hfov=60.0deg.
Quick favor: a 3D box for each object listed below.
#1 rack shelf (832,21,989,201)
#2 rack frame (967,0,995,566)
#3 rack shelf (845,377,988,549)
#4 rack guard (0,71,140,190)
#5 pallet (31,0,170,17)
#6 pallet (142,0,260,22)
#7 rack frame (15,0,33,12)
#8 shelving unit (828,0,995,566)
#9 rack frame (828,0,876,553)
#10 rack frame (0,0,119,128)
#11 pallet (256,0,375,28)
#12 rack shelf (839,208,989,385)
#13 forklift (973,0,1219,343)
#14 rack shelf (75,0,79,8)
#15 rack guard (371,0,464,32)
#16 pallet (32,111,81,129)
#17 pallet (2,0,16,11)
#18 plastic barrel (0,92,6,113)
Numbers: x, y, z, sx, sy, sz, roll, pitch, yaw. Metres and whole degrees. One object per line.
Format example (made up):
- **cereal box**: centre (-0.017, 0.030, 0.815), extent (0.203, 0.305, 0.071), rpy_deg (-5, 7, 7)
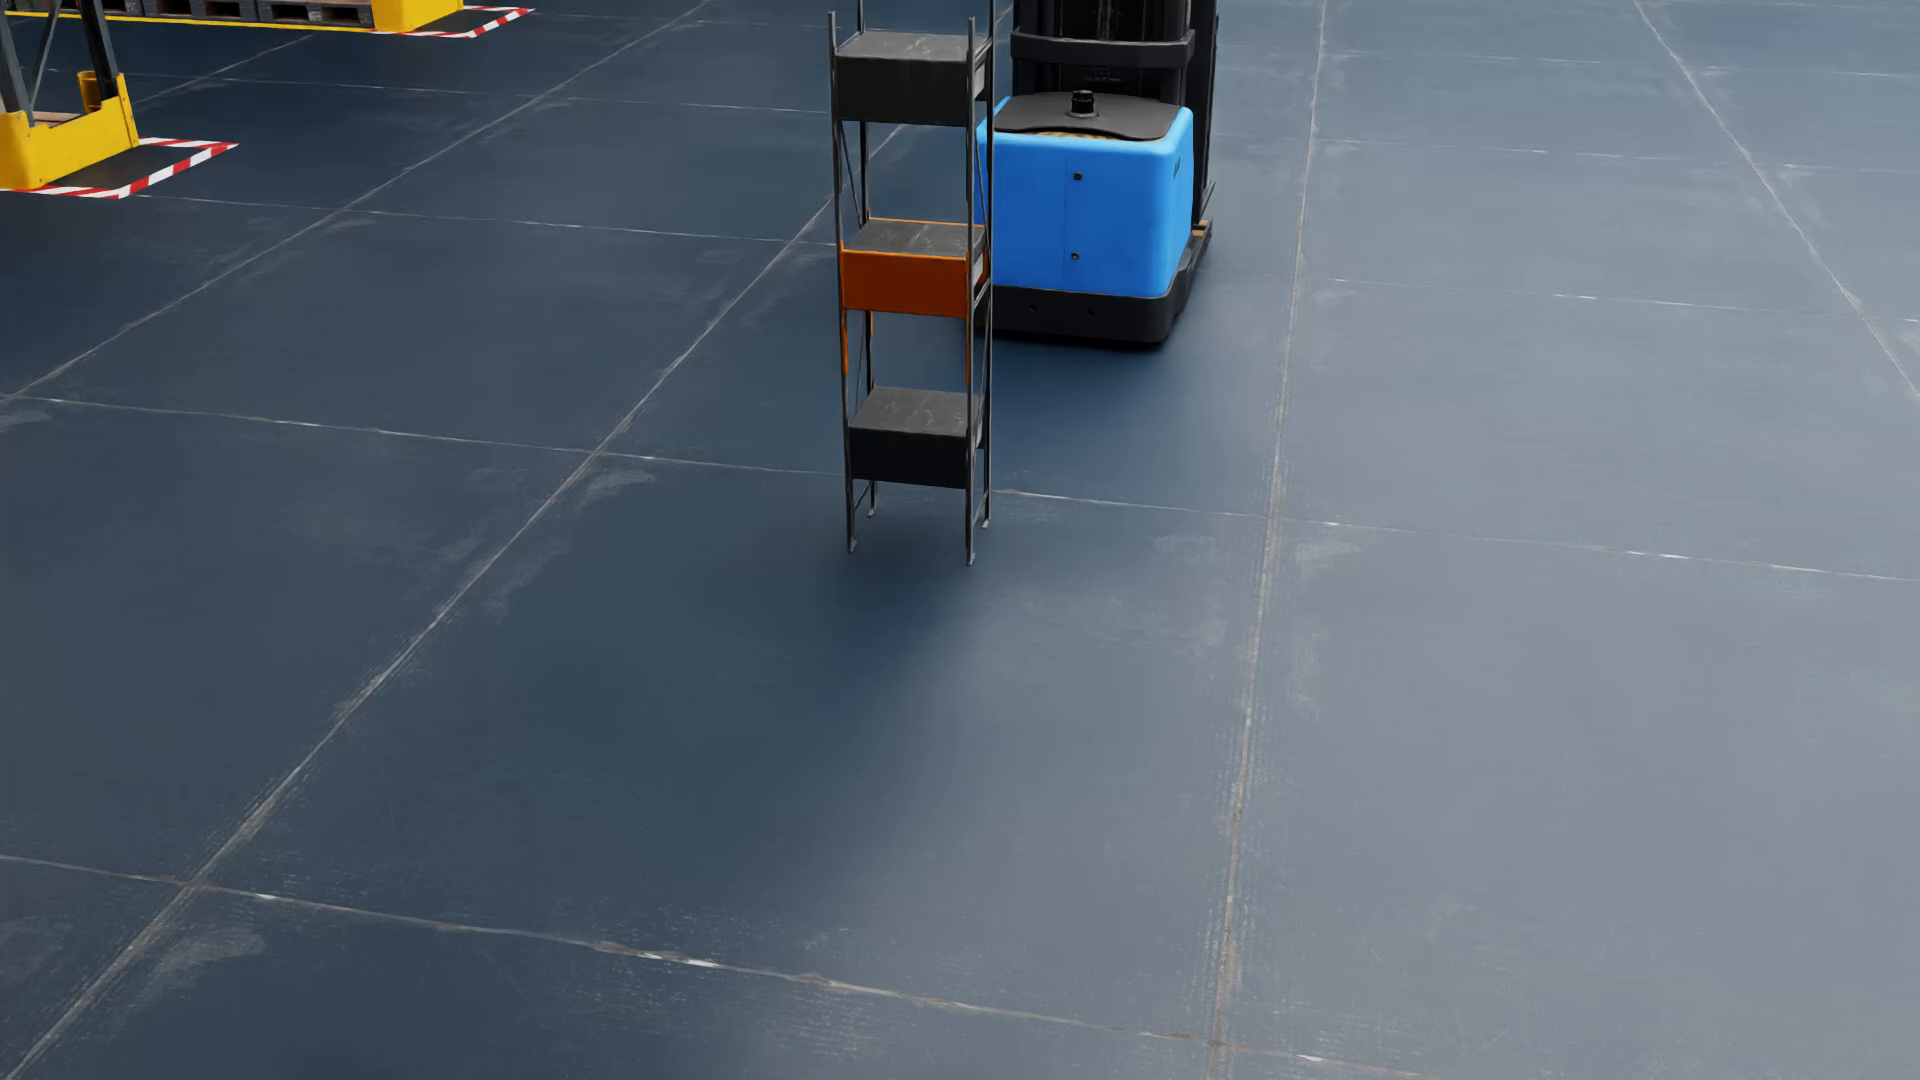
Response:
- **rack shelf**: centre (-0.162, -1.540, 5.947), extent (0.480, 0.518, 0.431), rpy_deg (6, 29, 11)
- **rack frame**: centre (0.077, -0.913, 6.231), extent (0.015, 2.100, 0.400), rpy_deg (6, 29, 11)
- **rack shelf**: centre (-0.162, -0.312, 6.619), extent (0.480, 0.518, 0.431), rpy_deg (6, 29, 11)
- **rack guard**: centre (-6.161, -2.815, 11.371), extent (0.348, 0.500, 1.175), rpy_deg (6, 29, 11)
- **pallet**: centre (-8.290, -5.379, 16.356), extent (1.213, 0.211, 1.003), rpy_deg (6, 29, 11)
- **pallet**: centre (-7.094, -5.258, 16.134), extent (1.213, 0.211, 1.003), rpy_deg (6, 29, 11)
- **rack frame**: centre (-8.955, -6.653, 15.779), extent (0.127, 3.000, 1.000), rpy_deg (6, 29, 11)
- **shelving unit**: centre (-0.162, -0.938, 6.276), extent (0.503, 2.100, 0.431), rpy_deg (6, 29, 11)
- **rack frame**: centre (-0.401, -0.962, 6.321), extent (0.015, 2.100, 0.400), rpy_deg (6, 29, 11)
- **rack frame**: centre (-6.077, -3.926, 10.798), extent (0.127, 3.000, 1.000), rpy_deg (6, 29, 11)
- **pallet**: centre (-5.904, -5.135, 15.909), extent (1.213, 0.211, 1.003), rpy_deg (6, 29, 11)
- **rack shelf**: centre (-0.162, -0.926, 6.283), extent (0.480, 0.518, 0.431), rpy_deg (6, 29, 11)
- **forklift**: centre (0.888, -2.976, 9.134), extent (1.130, 2.935, 3.031), rpy_deg (7, 29, 12)
- **rack shelf**: centre (-8.033, -3.811, 11.337), extent (4.000, 0.370, 1.077), rpy_deg (6, 29, 11)
- **rack guard**: centre (-5.117, -5.163, 15.660), extent (0.348, 0.500, 1.175), rpy_deg (6, 29, 11)
- **pallet**: centre (-6.955, -2.772, 11.594), extent (1.213, 0.211, 1.003), rpy_deg (6, 29, 11)
- **pallet**: centre (-9.716, -5.507, 16.590), extent (1.213, 0.211, 1.003), rpy_deg (6, 29, 11)
- **plastic barrel**: centre (-6.737, -3.049, 11.349), extent (0.421, 0.512, 0.421), rpy_deg (0, 29, 0)
